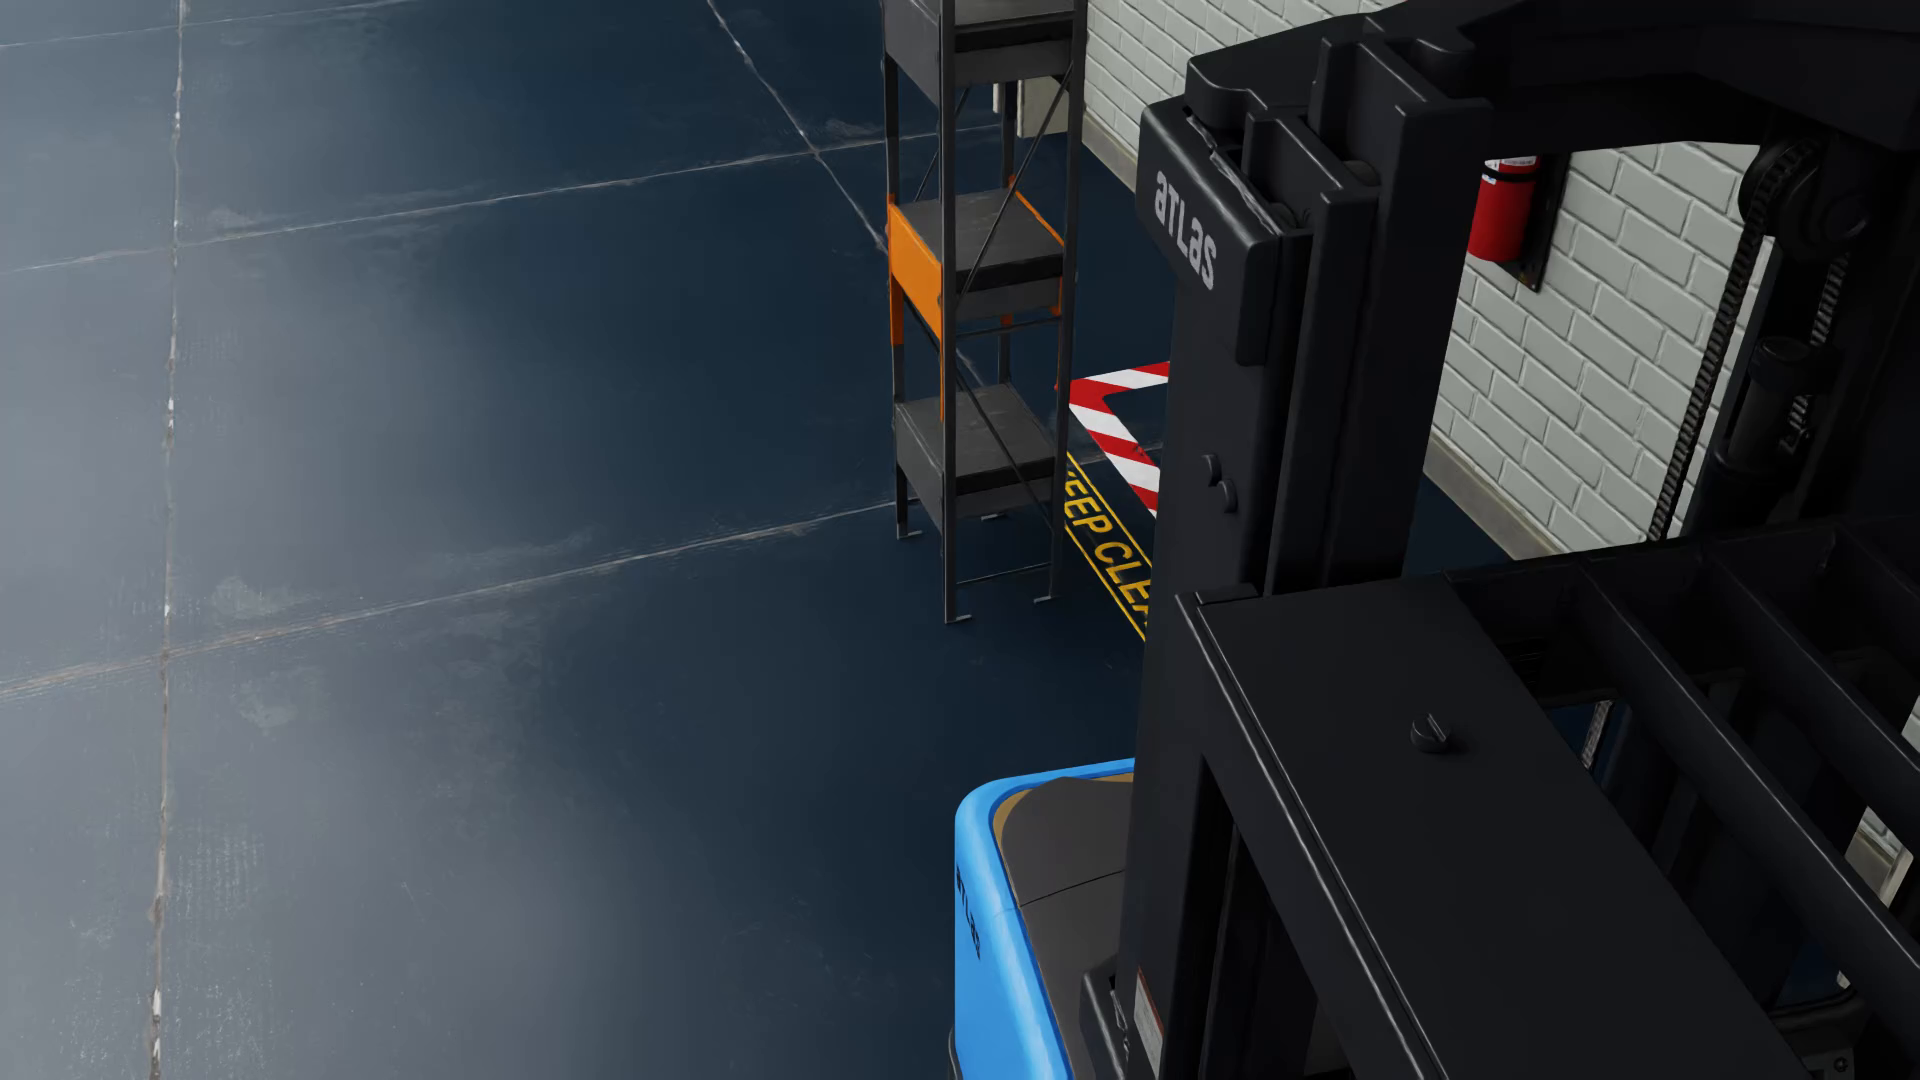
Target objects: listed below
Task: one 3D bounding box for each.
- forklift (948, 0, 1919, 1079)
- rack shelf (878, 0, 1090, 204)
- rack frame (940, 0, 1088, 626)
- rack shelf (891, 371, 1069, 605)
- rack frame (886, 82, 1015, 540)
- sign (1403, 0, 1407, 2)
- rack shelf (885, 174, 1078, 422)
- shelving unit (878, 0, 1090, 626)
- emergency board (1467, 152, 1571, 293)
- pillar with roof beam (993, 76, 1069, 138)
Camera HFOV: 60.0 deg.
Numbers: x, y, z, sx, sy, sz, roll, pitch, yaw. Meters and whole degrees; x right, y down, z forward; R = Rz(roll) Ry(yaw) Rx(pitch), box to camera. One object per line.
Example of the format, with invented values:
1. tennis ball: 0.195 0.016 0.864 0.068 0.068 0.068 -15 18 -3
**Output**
1. forklift: 0.794 0.978 2.015 1.130 2.935 3.031 -8 38 -10
2. rack shelf: 0.057 -1.293 4.581 0.431 0.518 0.480 -12 39 -16
3. rack frame: 0.141 -0.607 4.811 0.400 2.100 0.015 -12 39 -16
4. rack shelf: 0.057 -0.175 5.423 0.431 0.518 0.480 -12 39 -16
5. rack frame: -0.027 -0.883 5.177 0.400 2.100 0.015 -12 39 -16
6. sign: 1.542 -1.751 5.551 0.001 0.329 0.234 -12 39 -16
7. rack shelf: 0.057 -0.734 5.002 0.431 0.518 0.480 -12 39 -16
8. shelving unit: 0.057 -0.745 4.994 0.431 2.100 0.503 -12 39 -16
9. emergency board: 1.636 -1.403 5.119 0.194 1.169 0.643 -12 39 -16
10. pillar with roof beam: -3.656 -4.893 4.767 9.100 9.000 0.400 -12 39 -16
